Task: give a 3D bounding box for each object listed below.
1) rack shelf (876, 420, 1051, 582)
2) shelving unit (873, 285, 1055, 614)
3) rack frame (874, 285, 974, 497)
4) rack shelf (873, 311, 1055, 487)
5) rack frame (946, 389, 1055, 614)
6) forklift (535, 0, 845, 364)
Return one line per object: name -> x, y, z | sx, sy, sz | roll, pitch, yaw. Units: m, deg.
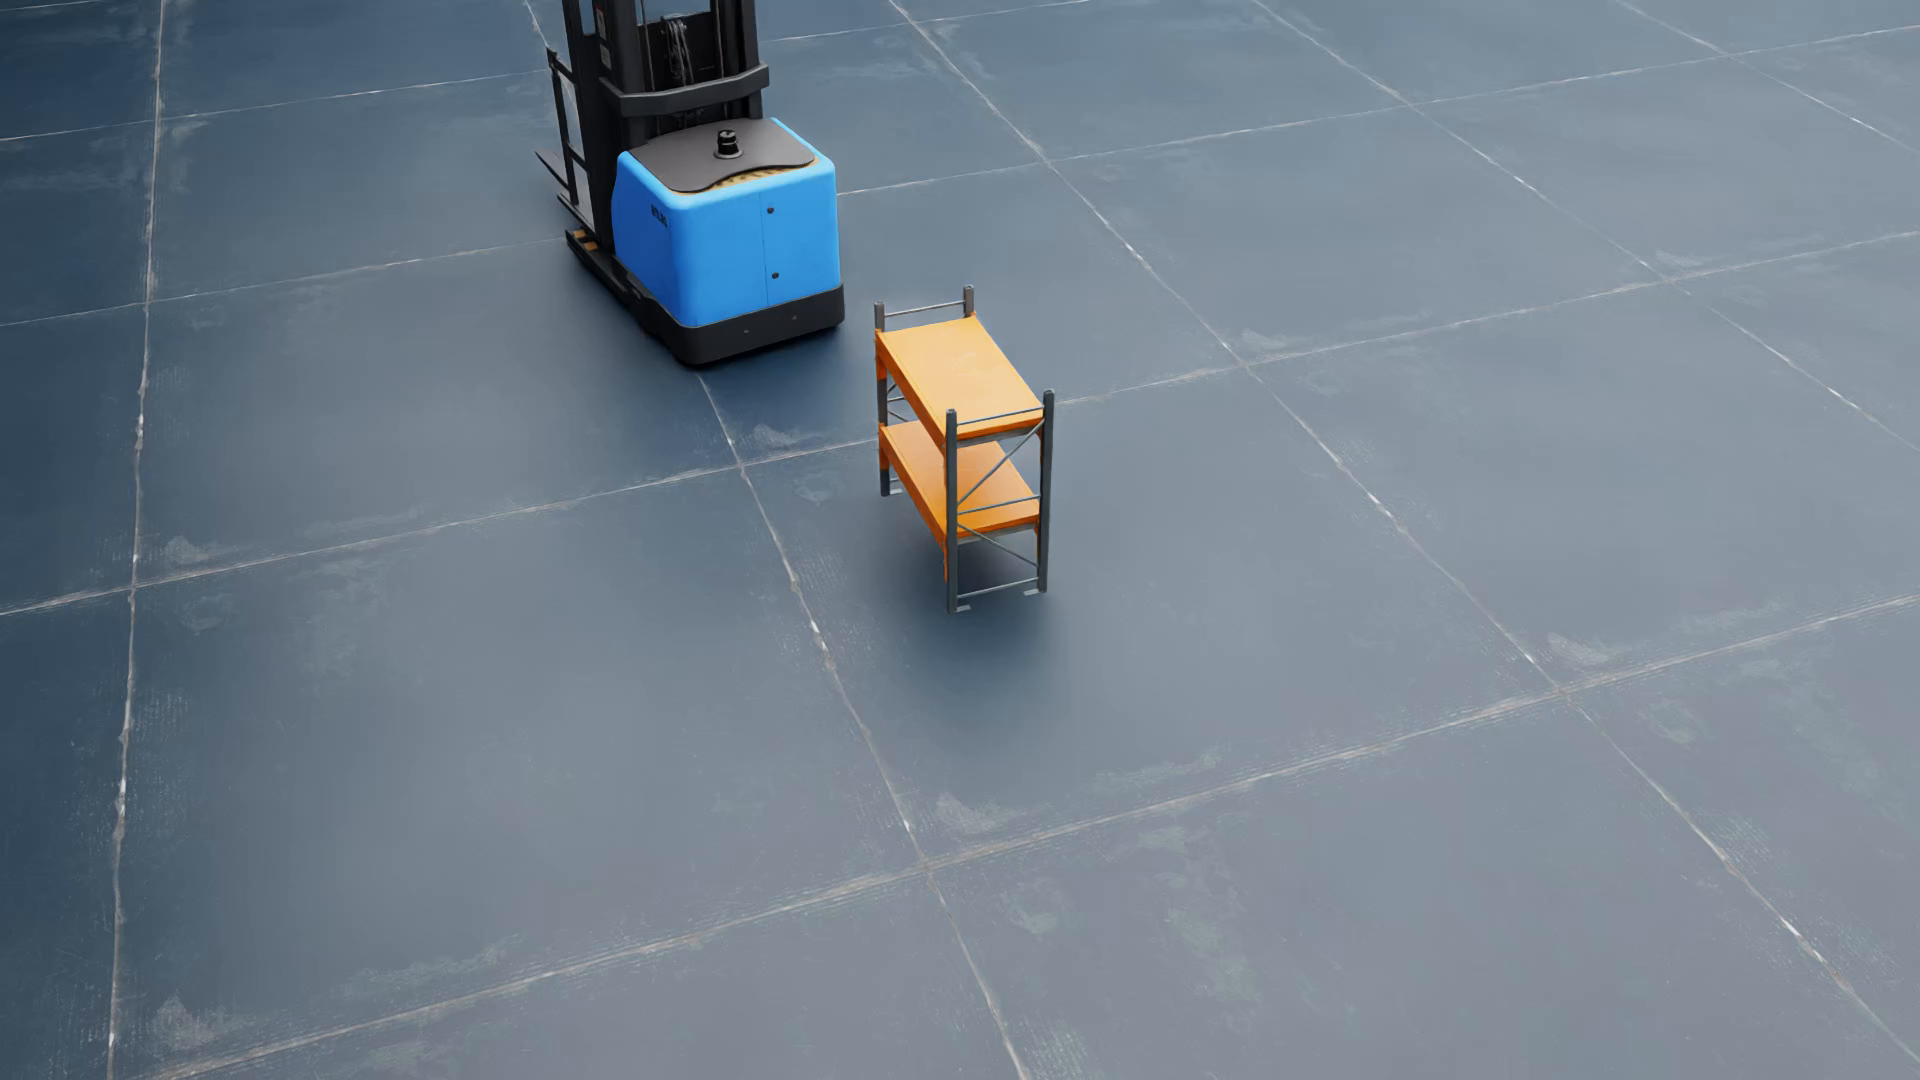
rack shelf -> 0.002, -0.250, 8.114 | 0.538, 0.278, 1.000 | -12, 39, -16
shelving unit -> 0.002, -0.445, 7.967 | 0.538, 1.125, 1.048 | -12, 39, -16
rack frame -> -0.173, -0.733, 8.348 | 0.500, 1.125, 0.032 | -12, 39, -16
rack shelf -> 0.002, -0.679, 7.791 | 0.538, 0.278, 1.000 | -12, 39, -16
rack frame -> 0.177, -0.158, 7.586 | 0.500, 1.125, 0.032 | -12, 39, -16
forklift -> -1.882, -3.039, 9.908 | 1.130, 2.935, 3.031 | -20, 41, -24
